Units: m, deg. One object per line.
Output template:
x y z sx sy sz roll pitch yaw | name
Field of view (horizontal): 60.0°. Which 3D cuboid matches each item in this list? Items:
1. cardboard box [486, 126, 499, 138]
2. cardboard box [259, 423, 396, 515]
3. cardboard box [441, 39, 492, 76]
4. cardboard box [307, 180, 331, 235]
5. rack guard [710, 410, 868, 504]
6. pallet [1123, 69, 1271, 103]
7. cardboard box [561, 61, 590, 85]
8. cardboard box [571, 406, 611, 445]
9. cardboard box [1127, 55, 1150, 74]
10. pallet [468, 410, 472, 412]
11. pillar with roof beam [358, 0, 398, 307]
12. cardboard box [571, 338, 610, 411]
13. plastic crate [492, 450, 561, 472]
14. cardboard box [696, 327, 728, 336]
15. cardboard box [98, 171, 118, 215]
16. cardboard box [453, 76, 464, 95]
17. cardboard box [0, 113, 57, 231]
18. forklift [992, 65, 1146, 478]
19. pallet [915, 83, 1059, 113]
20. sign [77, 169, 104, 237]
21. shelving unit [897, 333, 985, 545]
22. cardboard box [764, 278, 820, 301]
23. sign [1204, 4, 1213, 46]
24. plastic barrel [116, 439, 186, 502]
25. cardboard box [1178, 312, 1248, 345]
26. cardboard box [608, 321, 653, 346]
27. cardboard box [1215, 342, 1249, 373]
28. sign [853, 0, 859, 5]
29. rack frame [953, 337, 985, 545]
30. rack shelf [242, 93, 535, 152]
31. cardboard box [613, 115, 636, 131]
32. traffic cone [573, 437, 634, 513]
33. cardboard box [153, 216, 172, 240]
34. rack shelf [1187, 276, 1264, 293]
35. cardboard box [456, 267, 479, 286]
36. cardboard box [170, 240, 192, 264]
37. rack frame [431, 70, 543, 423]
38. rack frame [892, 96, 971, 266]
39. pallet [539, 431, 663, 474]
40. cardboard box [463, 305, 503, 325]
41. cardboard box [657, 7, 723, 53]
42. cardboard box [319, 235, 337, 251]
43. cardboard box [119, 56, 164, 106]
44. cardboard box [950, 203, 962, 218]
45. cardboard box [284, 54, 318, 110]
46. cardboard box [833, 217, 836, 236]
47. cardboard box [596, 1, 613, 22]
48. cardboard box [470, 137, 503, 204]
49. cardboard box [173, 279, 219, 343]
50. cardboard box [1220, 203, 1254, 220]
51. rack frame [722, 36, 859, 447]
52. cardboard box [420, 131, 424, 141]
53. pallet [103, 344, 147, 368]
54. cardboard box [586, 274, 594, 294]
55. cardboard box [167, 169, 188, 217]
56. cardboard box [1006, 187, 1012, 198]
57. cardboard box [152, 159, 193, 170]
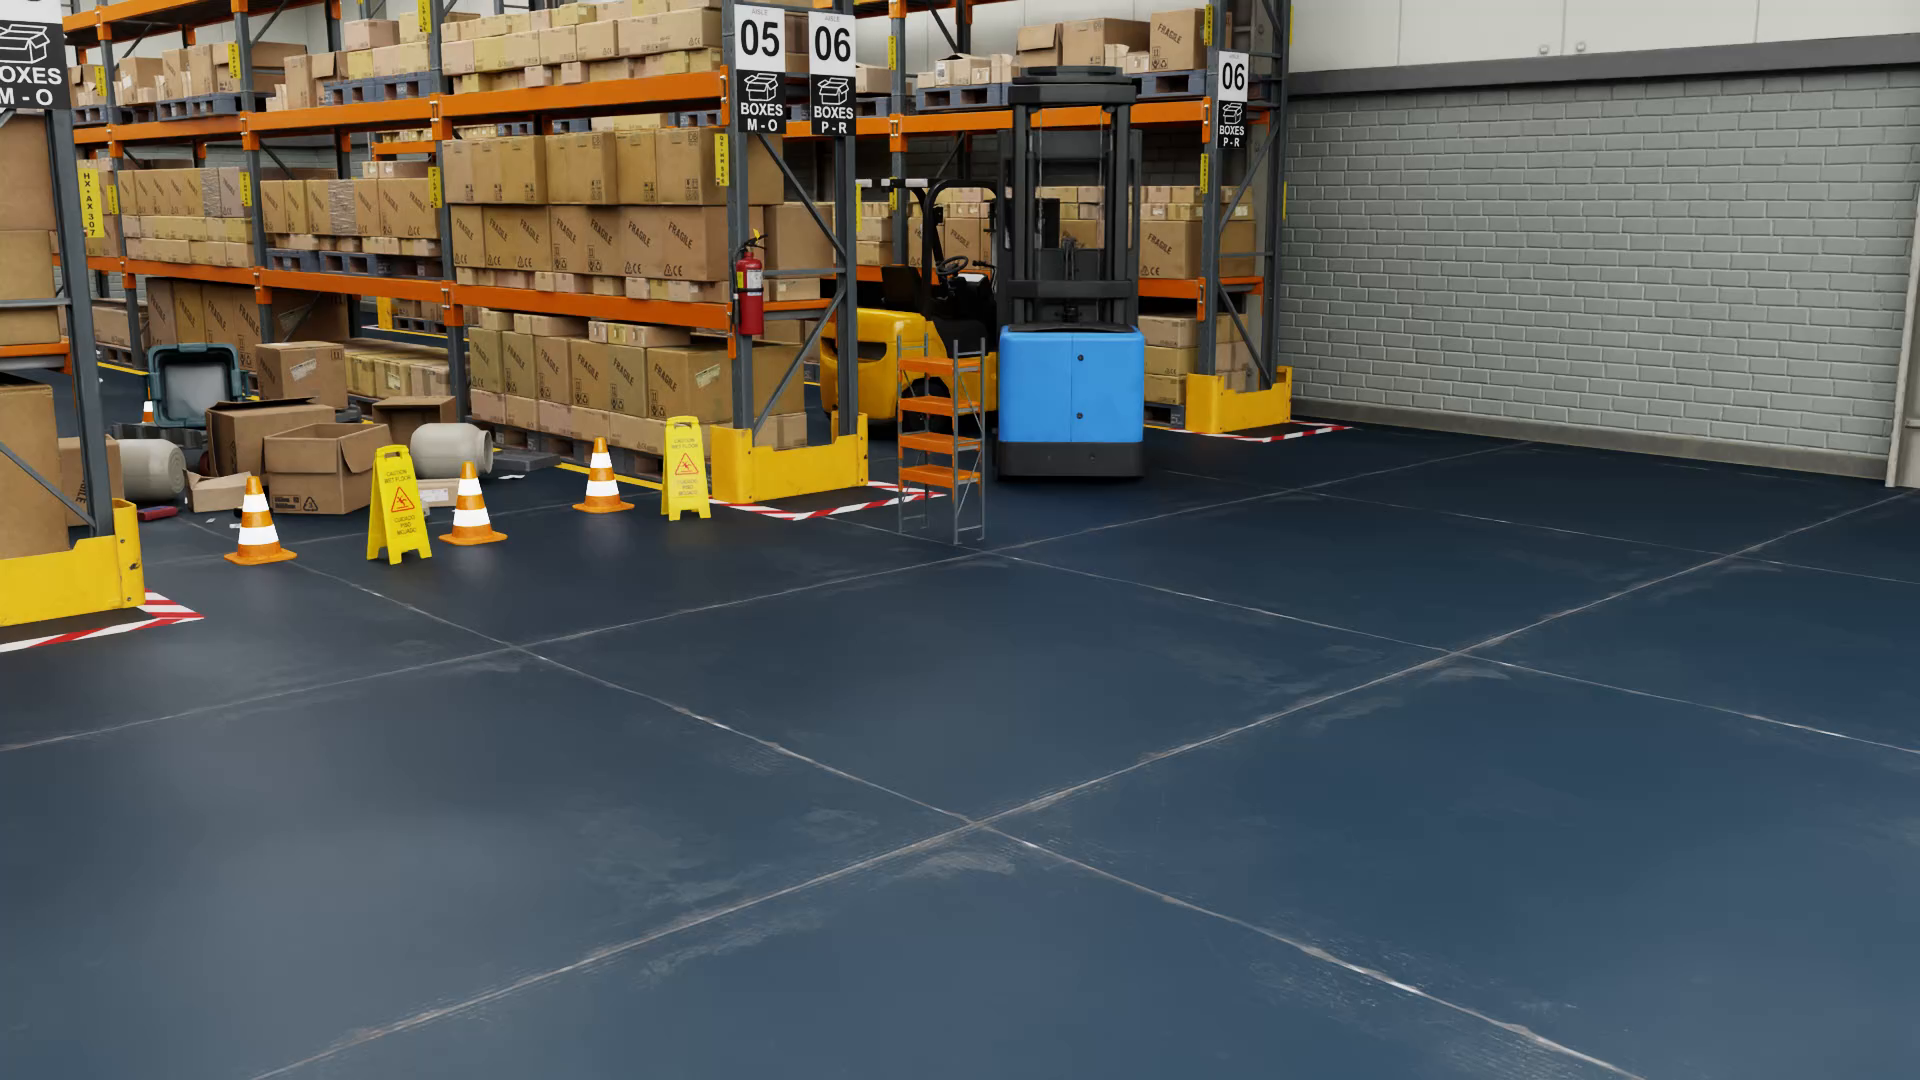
-6.277 -5.600 22.846 0.380 0.149 0.250 -11 16 -43 | cardboard box
-4.159 -0.480 10.992 0.637 0.503 0.797 1 12 6 | cardboard box
-3.772 -3.822 13.228 0.500 0.250 0.500 -11 16 -44 | cardboard box
-5.760 -3.117 15.582 0.500 0.500 0.500 -11 16 -42 | cardboard box
-1.168 -0.586 11.515 1.175 0.500 0.348 -11 16 -43 | rack guard
2.003 -4.024 14.793 1.003 0.211 1.213 -11 16 -43 | pallet
-2.657 -3.376 12.053 0.380 0.149 0.250 -11 16 -43 | cardboard box
-2.586 -0.890 12.573 0.500 0.250 0.500 11 16 43 | cardboard box
1.680 -4.170 14.620 0.250 0.149 0.380 11 16 44 | cardboard box
-4.416 -1.130 14.874 1.003 0.211 1.213 -11 16 -43 | pallet
-12.901 -7.684 24.905 9.100 9.000 0.400 -11 16 -43 | pillar with roof beam
-2.564 -1.256 12.489 0.500 0.500 0.500 11 16 44 | cardboard box
-3.387 -0.609 12.670 0.583 0.080 0.402 6 13 26 | plastic crate
-2.632 -2.608 19.982 0.875 0.625 0.625 -10 15 -41 | cardboard box
-9.928 -4.119 19.746 0.500 0.500 0.500 -11 16 -43 | cardboard box
-3.839 -3.648 13.374 0.380 0.149 0.250 -11 16 -43 | cardboard box
-4.854 -1.756 7.954 0.875 0.550 0.550 -11 16 -43 | cardboard box
0.829 -2.122 12.946 1.130 2.935 3.031 0 12 2 | forklift
0.318 -4.380 16.522 1.003 0.211 1.213 -11 16 -43 | pallet
-4.220 -1.633 8.065 0.100 0.325 0.005 -11 16 -43 | sign
-0.114 -0.612 9.908 0.258 1.200 0.503 -11 16 -43 | shelving unit
-1.200 -1.754 11.615 0.380 0.149 0.250 -11 16 -42 | cardboard box
2.070 -4.281 13.827 0.100 0.325 0.005 -11 16 -43 | sign
-5.495 -0.464 11.116 0.512 0.421 0.421 -1 12 -4 | plastic barrel
2.277 -1.936 15.171 0.500 0.250 0.500 -11 16 -43 | cardboard box
-2.331 -1.505 12.088 0.380 0.149 0.250 -11 16 -42 | cardboard box
2.298 -1.692 15.227 0.500 0.250 0.500 -11 16 -42 | cardboard box
-0.723 -3.772 11.185 0.100 0.325 0.005 -11 16 -43 | sign
0.054 -0.576 9.735 0.240 1.200 0.015 -11 16 -43 | rack frame
-5.259 -3.791 15.229 1.077 0.370 4.000 -11 16 -43 | rack shelf
-3.930 -5.169 20.503 0.500 0.250 0.500 -11 16 -42 | cardboard box
-2.345 -0.439 10.897 0.336 0.463 0.334 -11 16 -43 | traffic cone
-8.593 -3.468 18.445 0.500 0.250 0.500 -11 16 -42 | cardboard box
1.091 -2.526 16.038 0.919 0.124 3.809 -11 16 -43 | rack shelf
-3.892 -2.169 13.627 0.380 0.149 0.250 -11 16 -43 | cardboard box
-8.250 -3.149 18.134 0.500 0.250 0.500 -11 16 -43 | cardboard box
-3.878 -2.383 14.042 1.000 3.000 0.127 -11 16 -43 | rack frame
-0.290 -3.075 17.402 1.000 3.000 0.127 -11 16 -43 | rack frame
-2.542 -0.746 13.007 1.003 0.211 1.213 -11 16 -43 | pallet
-6.944 -3.423 24.248 0.500 0.500 0.700 11 16 43 | cardboard box
-1.664 -3.377 11.071 0.500 0.250 0.500 -11 16 -43 | cardboard box
-5.826 -2.816 15.728 0.380 0.149 0.250 -10 15 -39 | cardboard box
-9.003 -5.105 18.533 0.500 0.500 0.500 -11 16 -44 | cardboard box
0.120 -3.287 16.575 0.380 0.149 0.250 -11 16 -43 | cardboard box
-5.993 -4.345 15.885 0.700 0.500 0.500 -11 16 -43 | cardboard box
-1.175 -3.356 17.901 0.500 0.250 0.500 11 16 44 | cardboard box
-2.366 -3.744 11.863 0.250 0.149 0.380 11 16 44 | cardboard box
-3.394 -2.895 13.066 0.700 0.500 0.500 -11 16 -42 | cardboard box
-8.287 -2.505 18.861 0.875 0.875 0.875 -10 15 -41 | cardboard box
2.425 -2.943 14.909 0.250 0.149 0.380 11 16 44 | cardboard box
-1.115 -1.799 11.209 1.000 3.000 0.127 -11 16 -43 | rack frame
-7.661 -5.903 24.321 0.380 0.149 0.250 -11 16 -43 | cardboard box
-9.871 -2.306 20.582 1.003 0.211 1.213 -11 16 -43 | pallet
-2.570 -1.926 12.450 0.380 0.149 0.250 -11 16 -43 | cardboard box
-8.229 -3.766 18.031 0.500 0.500 0.500 -11 16 -43 | cardboard box
0.662 -3.322 16.011 0.380 0.149 0.250 -11 16 -43 | cardboard box
-9.433 -4.489 19.932 0.380 0.149 0.250 -11 16 -43 | cardboard box
